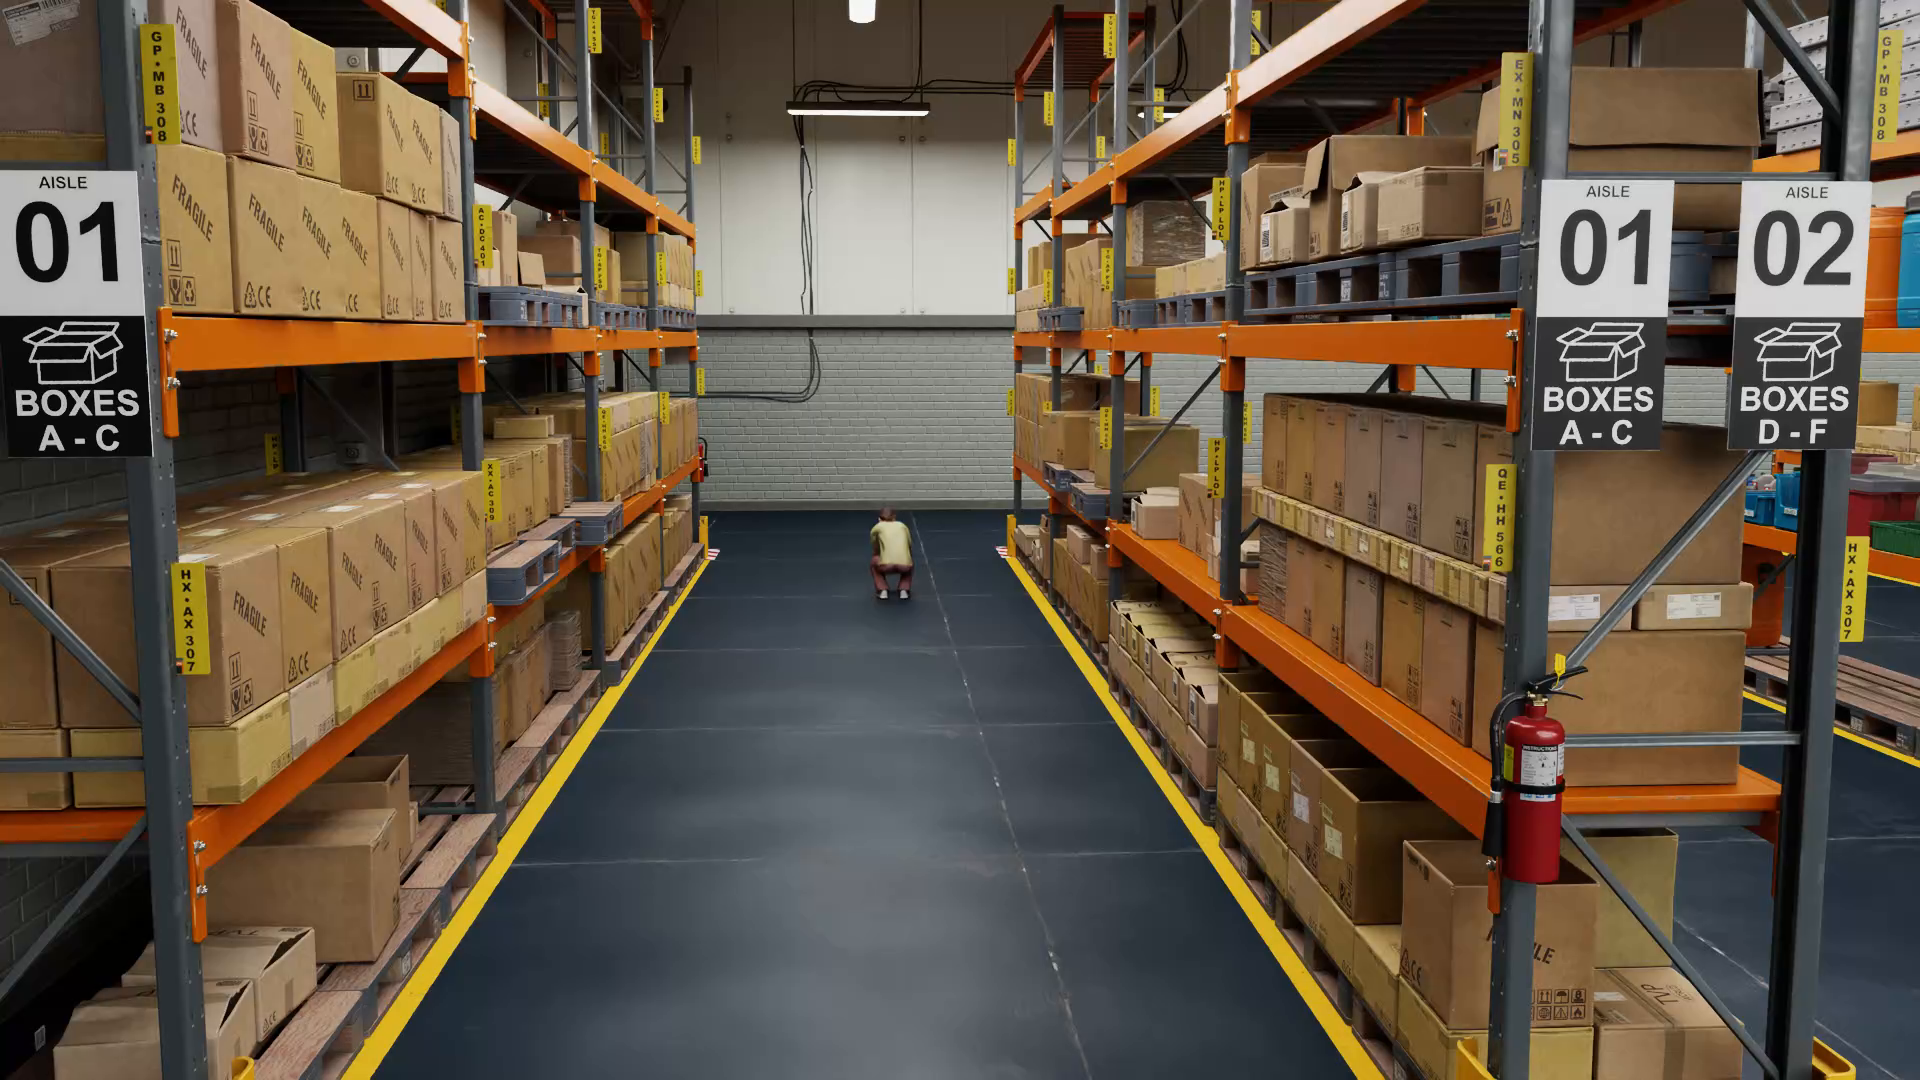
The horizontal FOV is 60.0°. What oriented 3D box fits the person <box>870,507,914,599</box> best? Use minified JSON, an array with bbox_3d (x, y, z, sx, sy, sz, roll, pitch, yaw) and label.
[{"bbox_3d":[-0.725,0.132,17.761,0.473,0.940,0.803,-1,7,-4],"label":"person"}]
